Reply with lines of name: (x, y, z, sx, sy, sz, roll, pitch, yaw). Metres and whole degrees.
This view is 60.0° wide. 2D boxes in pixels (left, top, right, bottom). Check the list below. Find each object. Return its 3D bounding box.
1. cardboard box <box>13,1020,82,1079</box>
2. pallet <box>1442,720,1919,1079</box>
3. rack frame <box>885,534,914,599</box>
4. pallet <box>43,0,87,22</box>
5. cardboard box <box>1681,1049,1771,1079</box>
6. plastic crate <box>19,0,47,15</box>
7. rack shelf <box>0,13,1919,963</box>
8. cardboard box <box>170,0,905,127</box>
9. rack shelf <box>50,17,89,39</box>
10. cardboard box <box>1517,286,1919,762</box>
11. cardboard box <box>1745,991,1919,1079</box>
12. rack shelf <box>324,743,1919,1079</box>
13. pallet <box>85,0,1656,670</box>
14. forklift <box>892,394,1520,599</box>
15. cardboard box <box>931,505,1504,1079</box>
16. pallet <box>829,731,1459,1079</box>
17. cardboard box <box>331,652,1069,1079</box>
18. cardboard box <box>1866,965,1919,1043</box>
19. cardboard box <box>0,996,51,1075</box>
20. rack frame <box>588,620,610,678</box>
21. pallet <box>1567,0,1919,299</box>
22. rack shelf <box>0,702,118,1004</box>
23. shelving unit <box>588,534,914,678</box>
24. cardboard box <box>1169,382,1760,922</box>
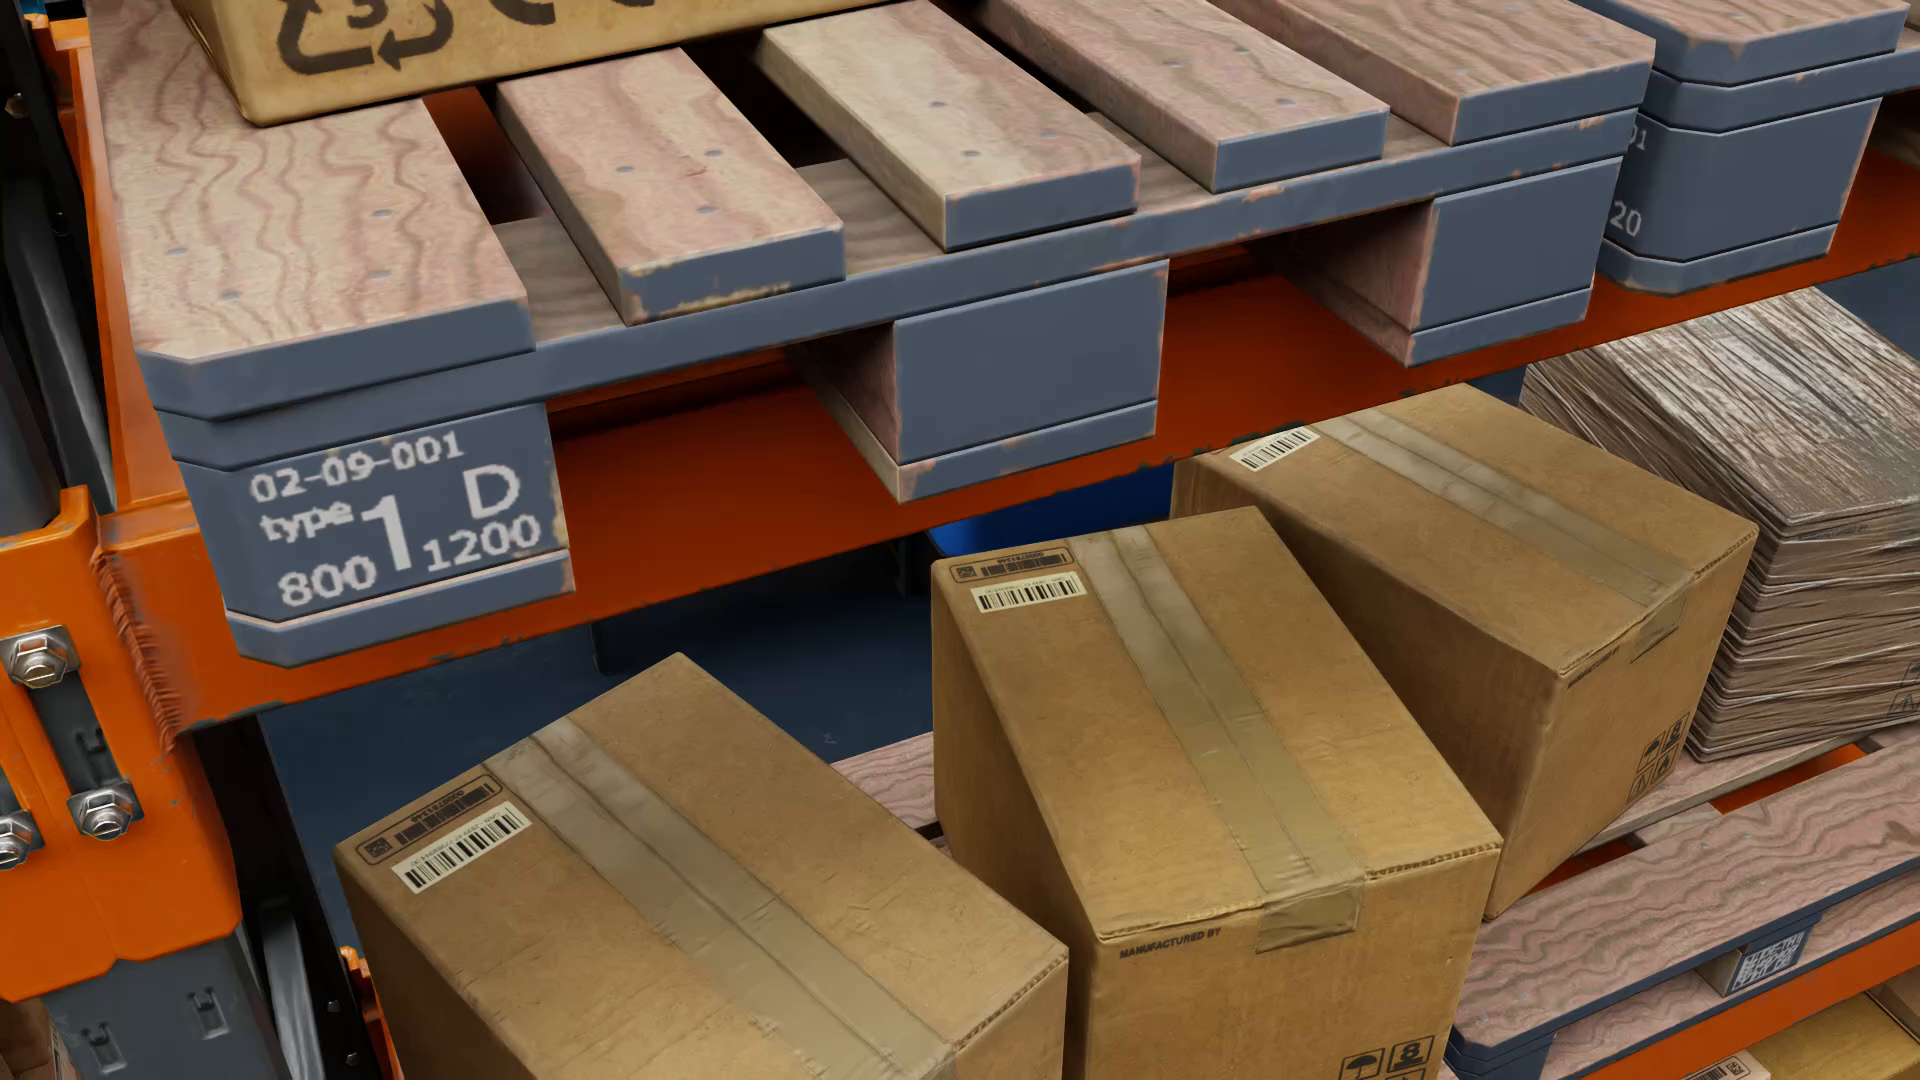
cardboard box: (-1.403, 0.744, 2.145, 0.500, 0.500, 0.500, -15, 39, -19)
pallet: (1.037, 0.362, 2.906, 1.213, 0.211, 1.003, -16, 39, -20)
rack frame: (-0.264, -0.548, 5.230, 0.032, 1.500, 0.500, -14, 39, -18)
pallet: (-5.753, -3.271, 9.982, 1.213, 0.211, 1.003, -16, 39, -20)
cardboard box: (1.075, 0.957, 3.041, 0.500, 0.250, 0.500, -16, 40, -21)
plastic crate: (-3.205, -1.585, 5.333, 0.575, 0.384, 0.392, -16, 39, -20)
rack shelf: (0.985, -0.620, 2.154, 4.000, 0.370, 1.077, -16, 39, -20)
cardboard box: (-0.338, -0.739, 1.190, 0.600, 0.600, 0.600, -19, 41, -24)
rack shelf: (-4.737, -1.075, 5.285, 4.000, 0.370, 1.077, -16, 39, -20)
cardboard box: (1.364, -0.070, 2.890, 0.500, 0.500, 0.700, -9, 37, -11)
cardboard box: (1.580, 1.111, 3.463, 0.500, 0.500, 0.500, -17, 40, -22)
rack shelf: (0.985, 0.585, 3.047, 4.000, 0.370, 1.077, -16, 39, -20)
pallet: (-0.205, -0.454, 1.484, 1.003, 0.211, 1.213, -16, 39, -20)
forklift: (1.169, -1.468, 5.269, 3.031, 2.935, 1.130, -14, 39, -18)
cardboard box: (0.294, 0.386, 2.275, 0.500, 0.500, 0.700, -10, 38, -13)
pallet: (-0.056, 0.736, 2.401, 1.213, 0.211, 1.003, -16, 39, -20)
cardboard box: (-0.302, 0.594, 1.995, 0.500, 0.500, 0.700, -30, 46, -34)
cardboard box: (1.999, 0.696, 3.394, 0.500, 0.250, 0.500, -14, 39, -18)
cardboard box: (-1.372, 0.328, 1.866, 0.500, 0.500, 0.500, -15, 39, -19)
rack frame: (-1.202, -0.315, 4.916, 0.032, 1.500, 0.500, -14, 39, -18)
pallet: (0.732, -0.718, 1.840, 1.003, 0.211, 1.213, -16, 39, -20)
rack shelf: (-2.636, 0.393, 0.789, 4.000, 0.370, 1.077, -16, 39, -20)
shelving unit: (-0.733, -0.432, 5.073, 1.048, 1.500, 0.538, -14, 39, -18)
cardboard box: (0.747, 0.113, 2.643, 0.500, 0.500, 0.700, -26, 44, -31)
